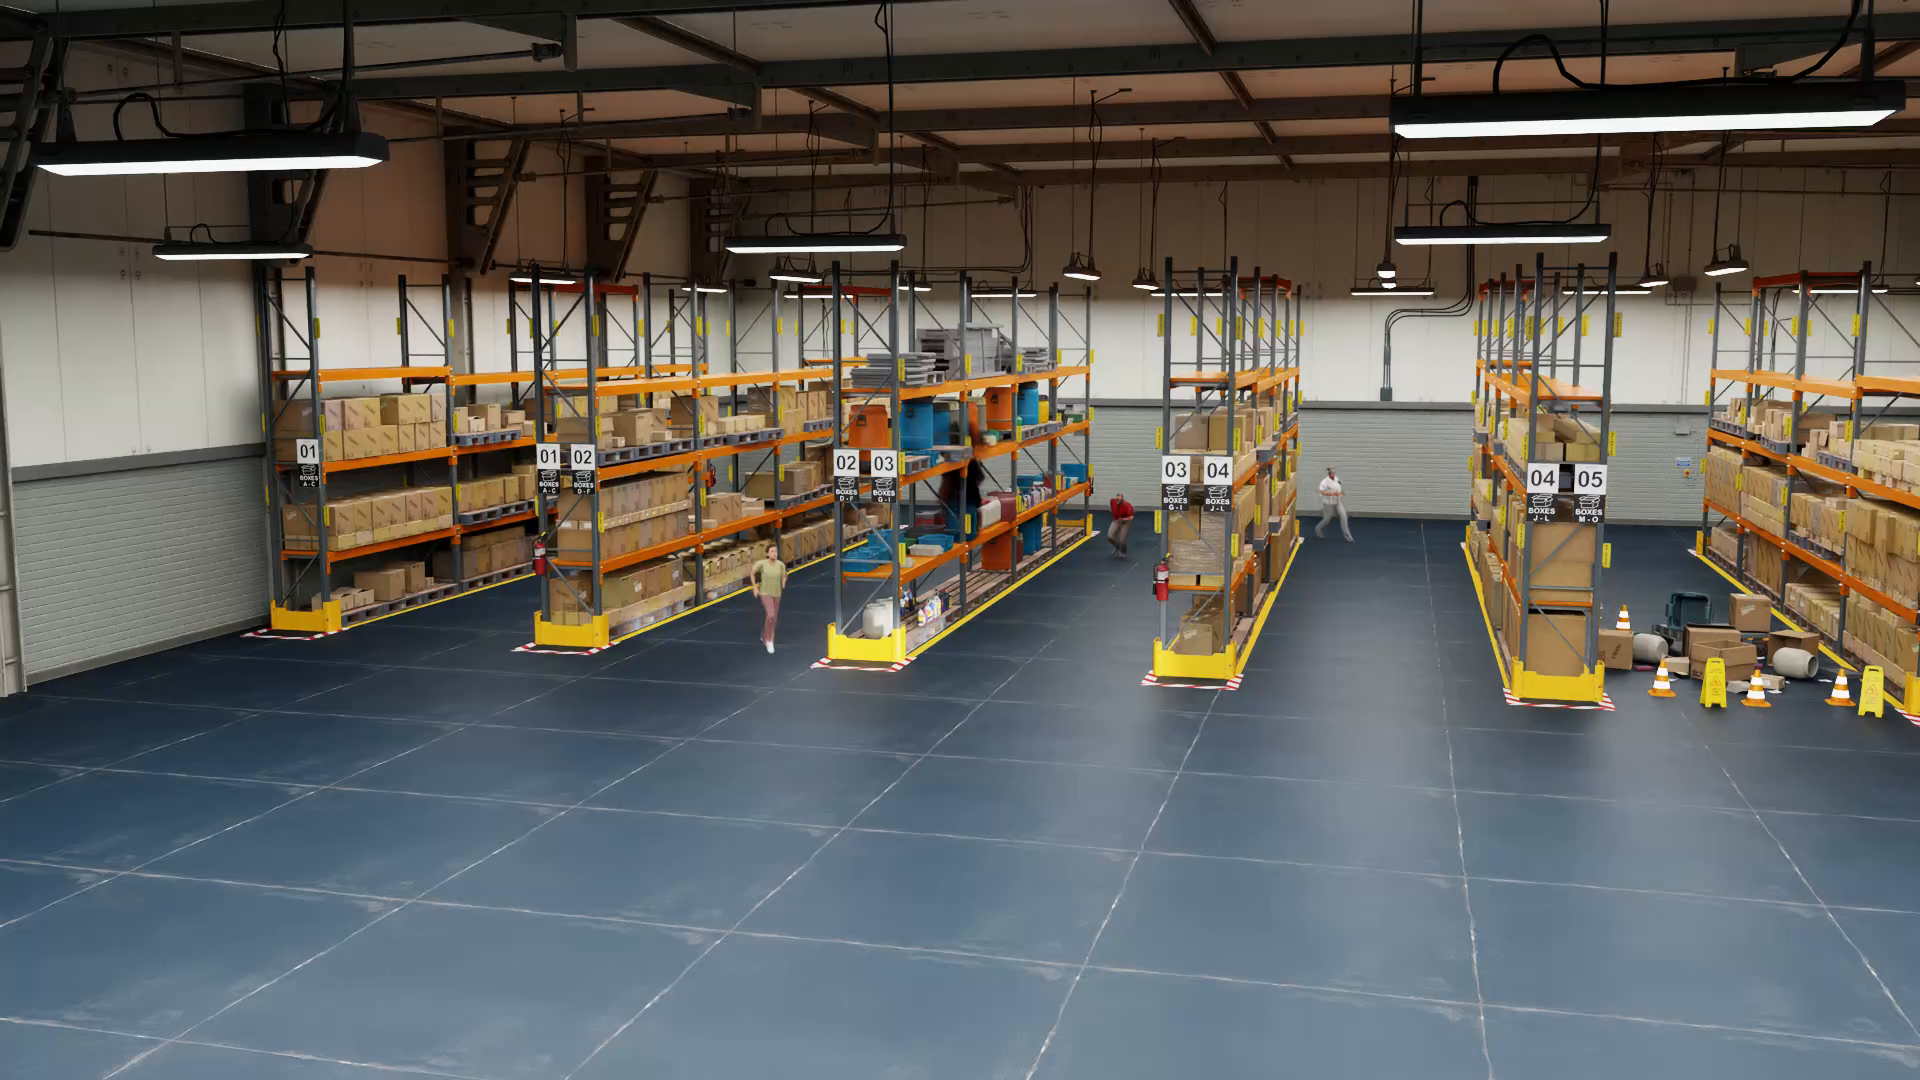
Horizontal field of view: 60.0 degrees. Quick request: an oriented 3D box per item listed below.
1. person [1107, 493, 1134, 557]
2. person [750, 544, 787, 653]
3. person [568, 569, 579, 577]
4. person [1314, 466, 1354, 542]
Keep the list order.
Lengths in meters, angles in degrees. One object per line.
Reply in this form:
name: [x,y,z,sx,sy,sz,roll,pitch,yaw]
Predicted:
person: [3.479,-0.319,36.155,0.694,1.479,1.010,3,8,24]
person: [-2.933,0.878,25.631,0.524,1.677,0.785,-4,8,-29]
person: [-6.811,0.407,29.910,0.533,1.712,0.764,1,7,6]
person: [8.830,-0.869,39.467,0.681,1.776,0.986,-4,8,-30]
